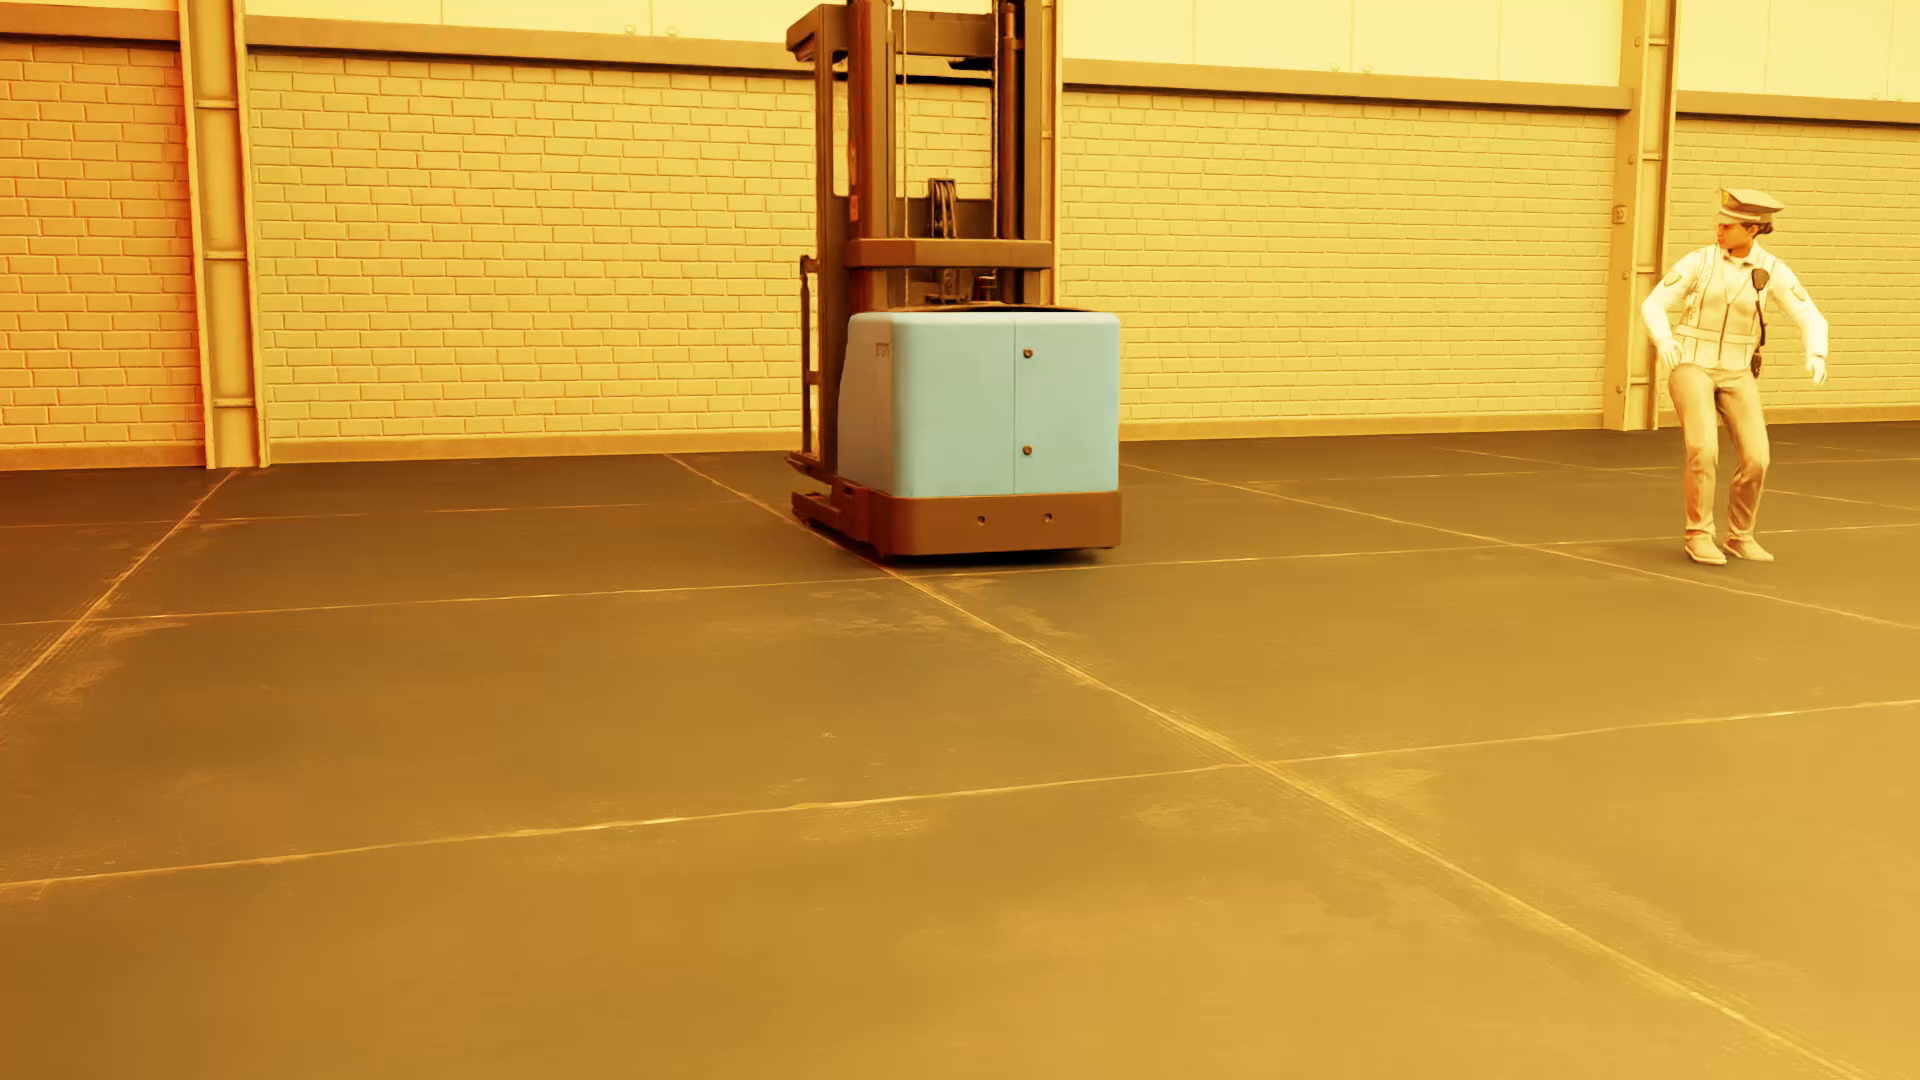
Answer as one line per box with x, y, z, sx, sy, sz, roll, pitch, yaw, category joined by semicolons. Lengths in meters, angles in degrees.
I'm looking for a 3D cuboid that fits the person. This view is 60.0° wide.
3.339;-0.693;7.186;0.730;1.635;0.593;1;8;9;person

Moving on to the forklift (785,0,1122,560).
-0.234;-1.528;8.287;1.130;2.935;3.031;-2;8;-18;forklift
